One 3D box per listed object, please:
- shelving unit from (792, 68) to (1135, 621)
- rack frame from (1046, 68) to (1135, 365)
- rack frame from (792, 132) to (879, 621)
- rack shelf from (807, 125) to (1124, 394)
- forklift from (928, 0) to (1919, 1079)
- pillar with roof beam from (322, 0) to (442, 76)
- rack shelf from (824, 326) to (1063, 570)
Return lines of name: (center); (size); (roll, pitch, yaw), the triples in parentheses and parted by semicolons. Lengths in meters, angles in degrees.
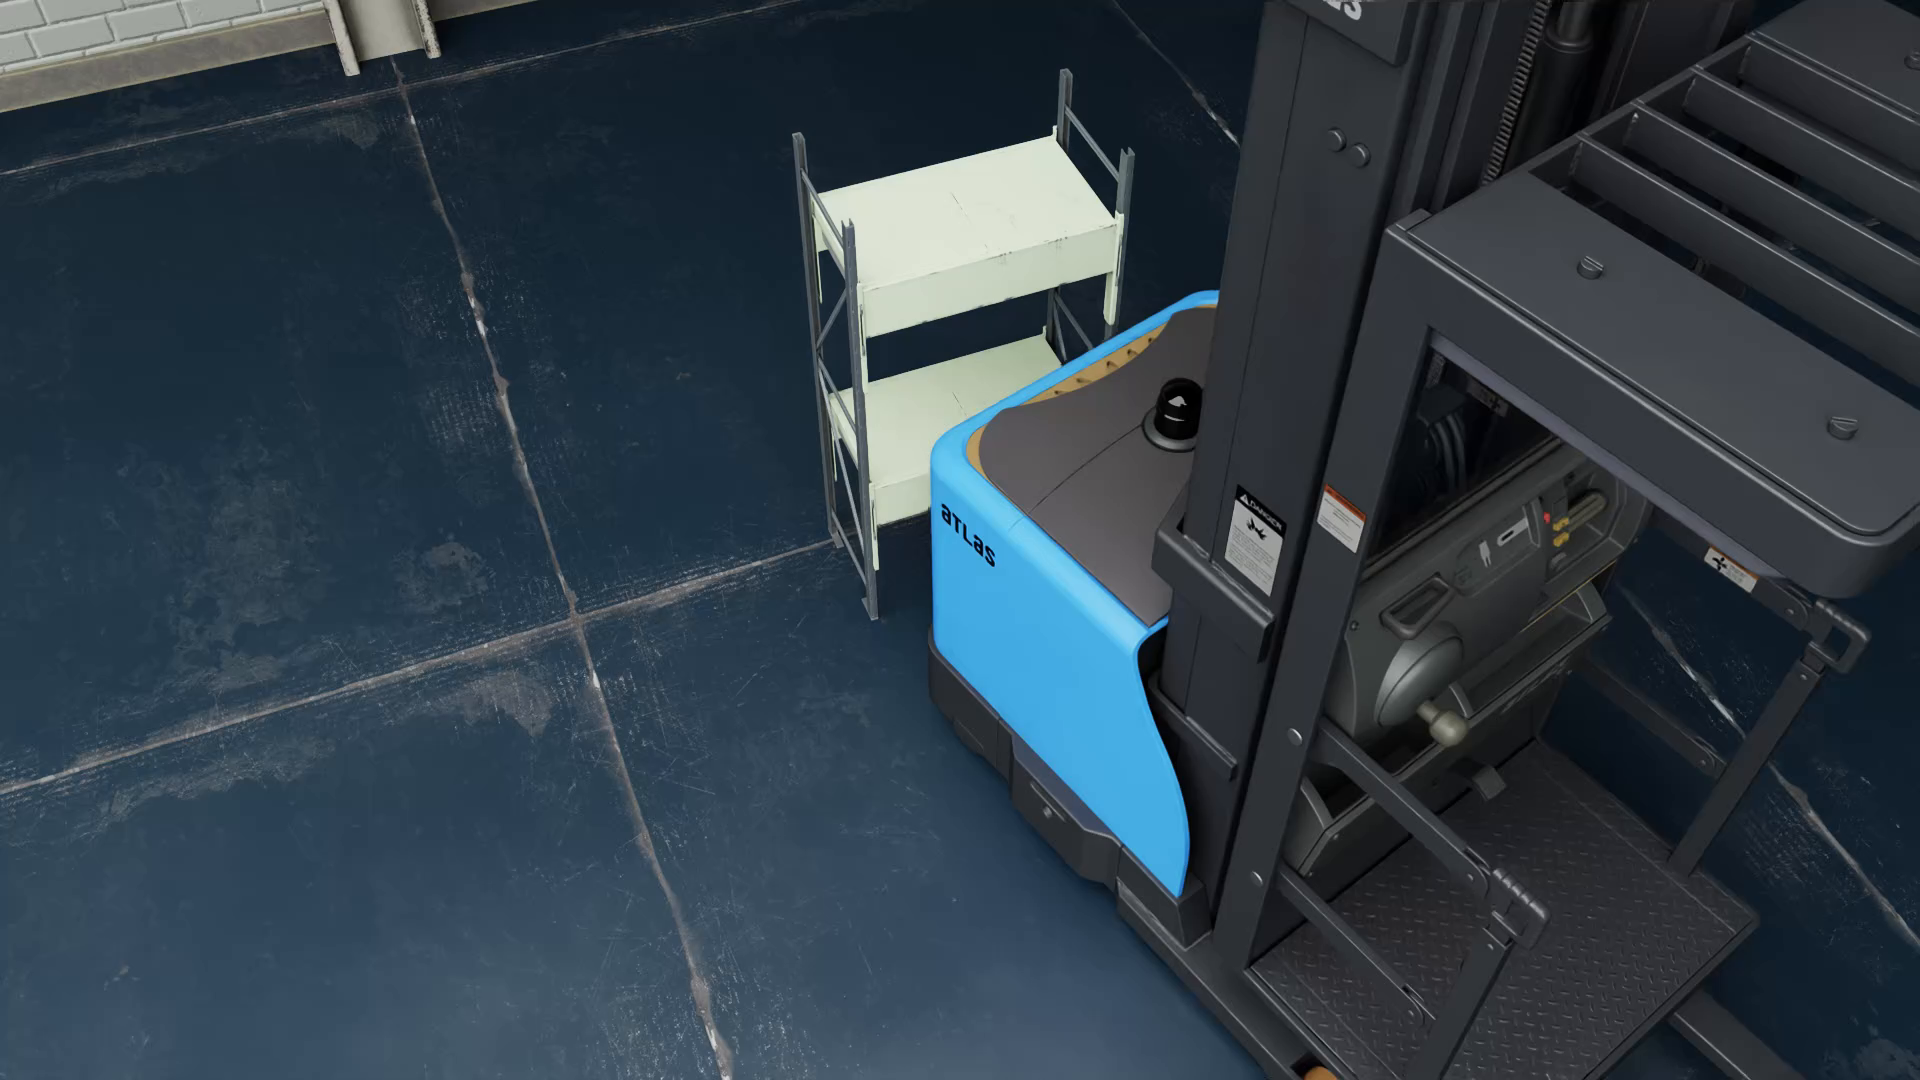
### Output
shelving unit: (0.006, -0.491, 4.683); (0.755, 1.500, 0.431); (-17, 52, -14)
rack frame: (0.345, -0.596, 4.773); (0.023, 1.500, 0.400); (-17, 52, -14)
rack frame: (-0.333, -0.386, 4.593); (0.023, 1.500, 0.400); (-17, 52, -14)
rack shelf: (0.006, -0.745, 4.387); (0.720, 0.370, 0.431); (-17, 52, -14)
forklift: (1.215, 0.159, 3.181); (1.130, 2.935, 3.031); (-31, 56, -24)
pillar with roof beam: (-0.793, -1.998, 1.034); (0.400, 9.000, 9.100); (-17, 52, -14)
rack shelf: (0.006, -0.278, 4.930); (0.720, 0.370, 0.431); (-17, 52, -14)
